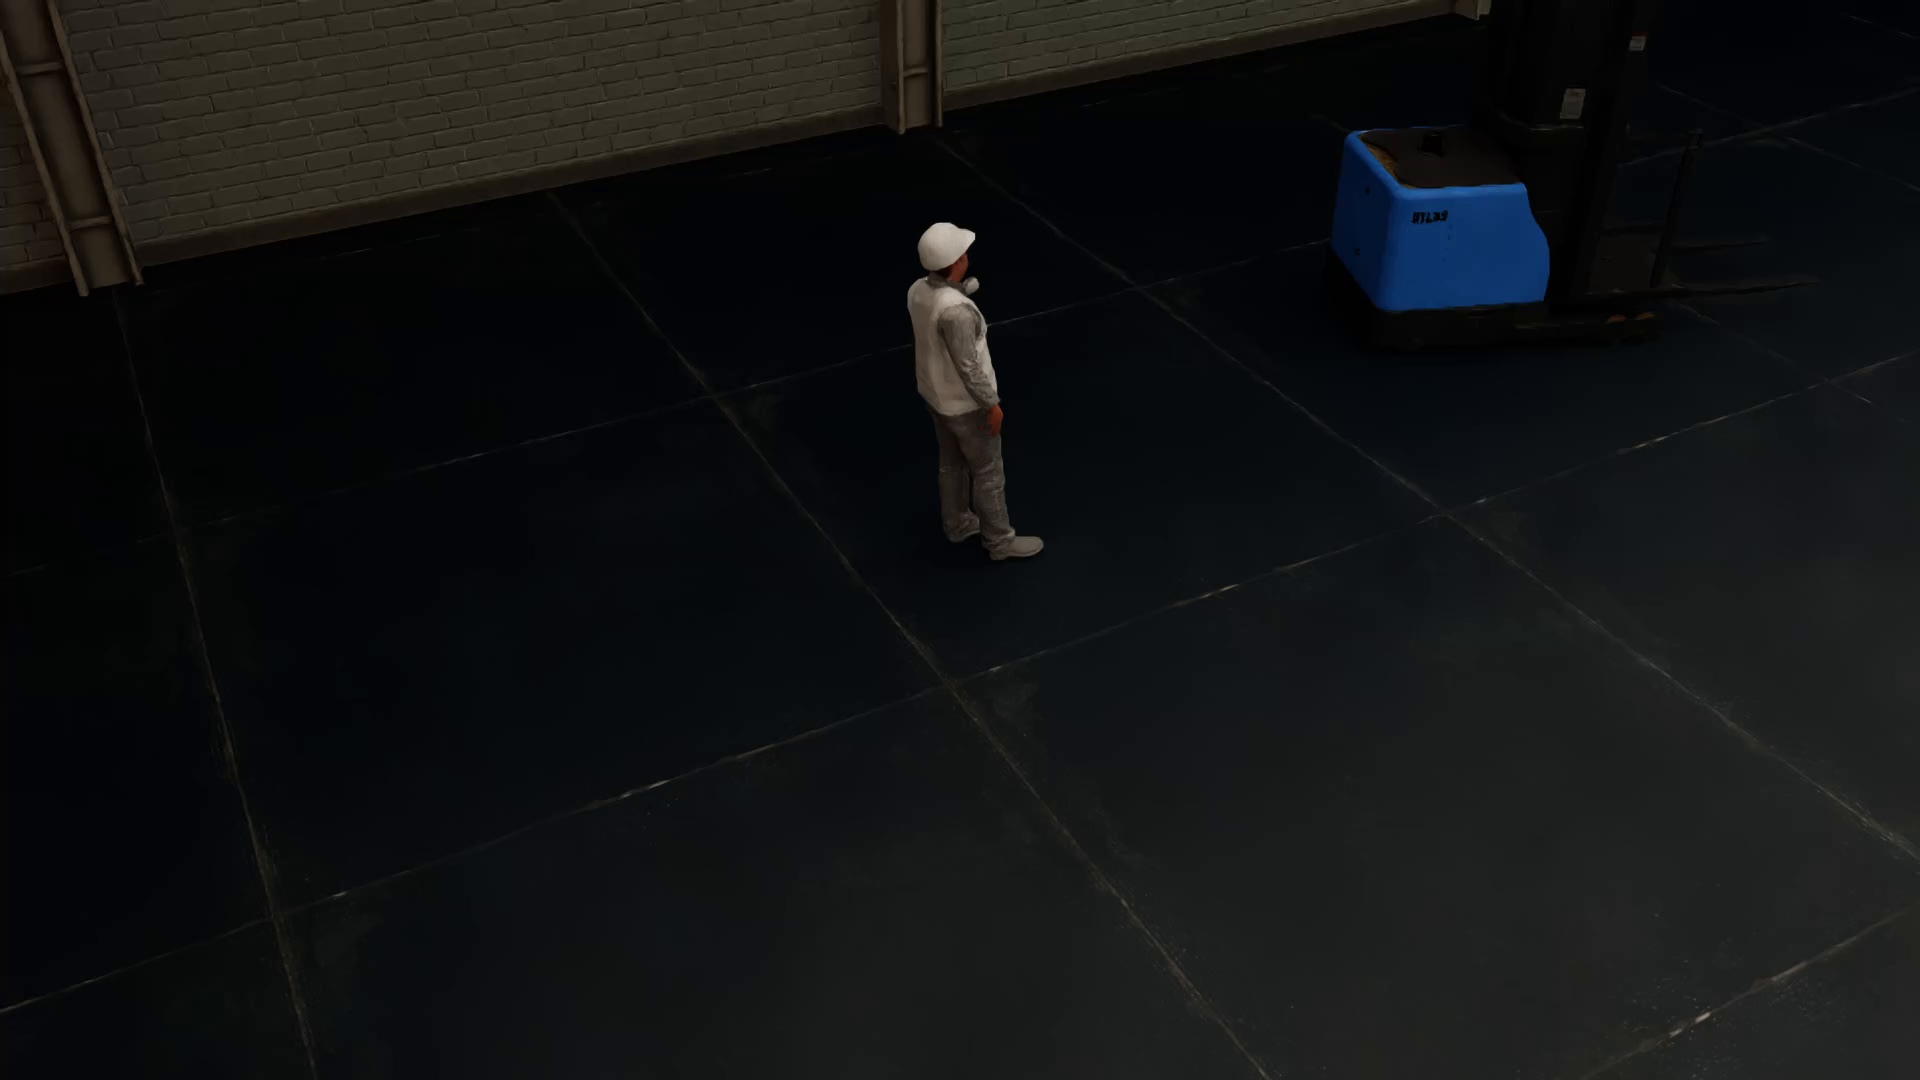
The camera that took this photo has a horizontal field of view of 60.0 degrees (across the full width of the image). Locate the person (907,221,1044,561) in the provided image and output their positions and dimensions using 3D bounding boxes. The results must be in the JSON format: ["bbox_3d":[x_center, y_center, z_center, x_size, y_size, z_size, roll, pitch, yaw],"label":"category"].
[{"bbox_3d":[0.059,-0.743,8.164,0.567,1.773,0.632,-17,39,-23],"label":"person"}]

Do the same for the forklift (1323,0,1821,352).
[{"bbox_3d":[3.957,-2.739,9.998,3.031,2.935,1.130,-5,36,-7],"label":"forklift"}]
